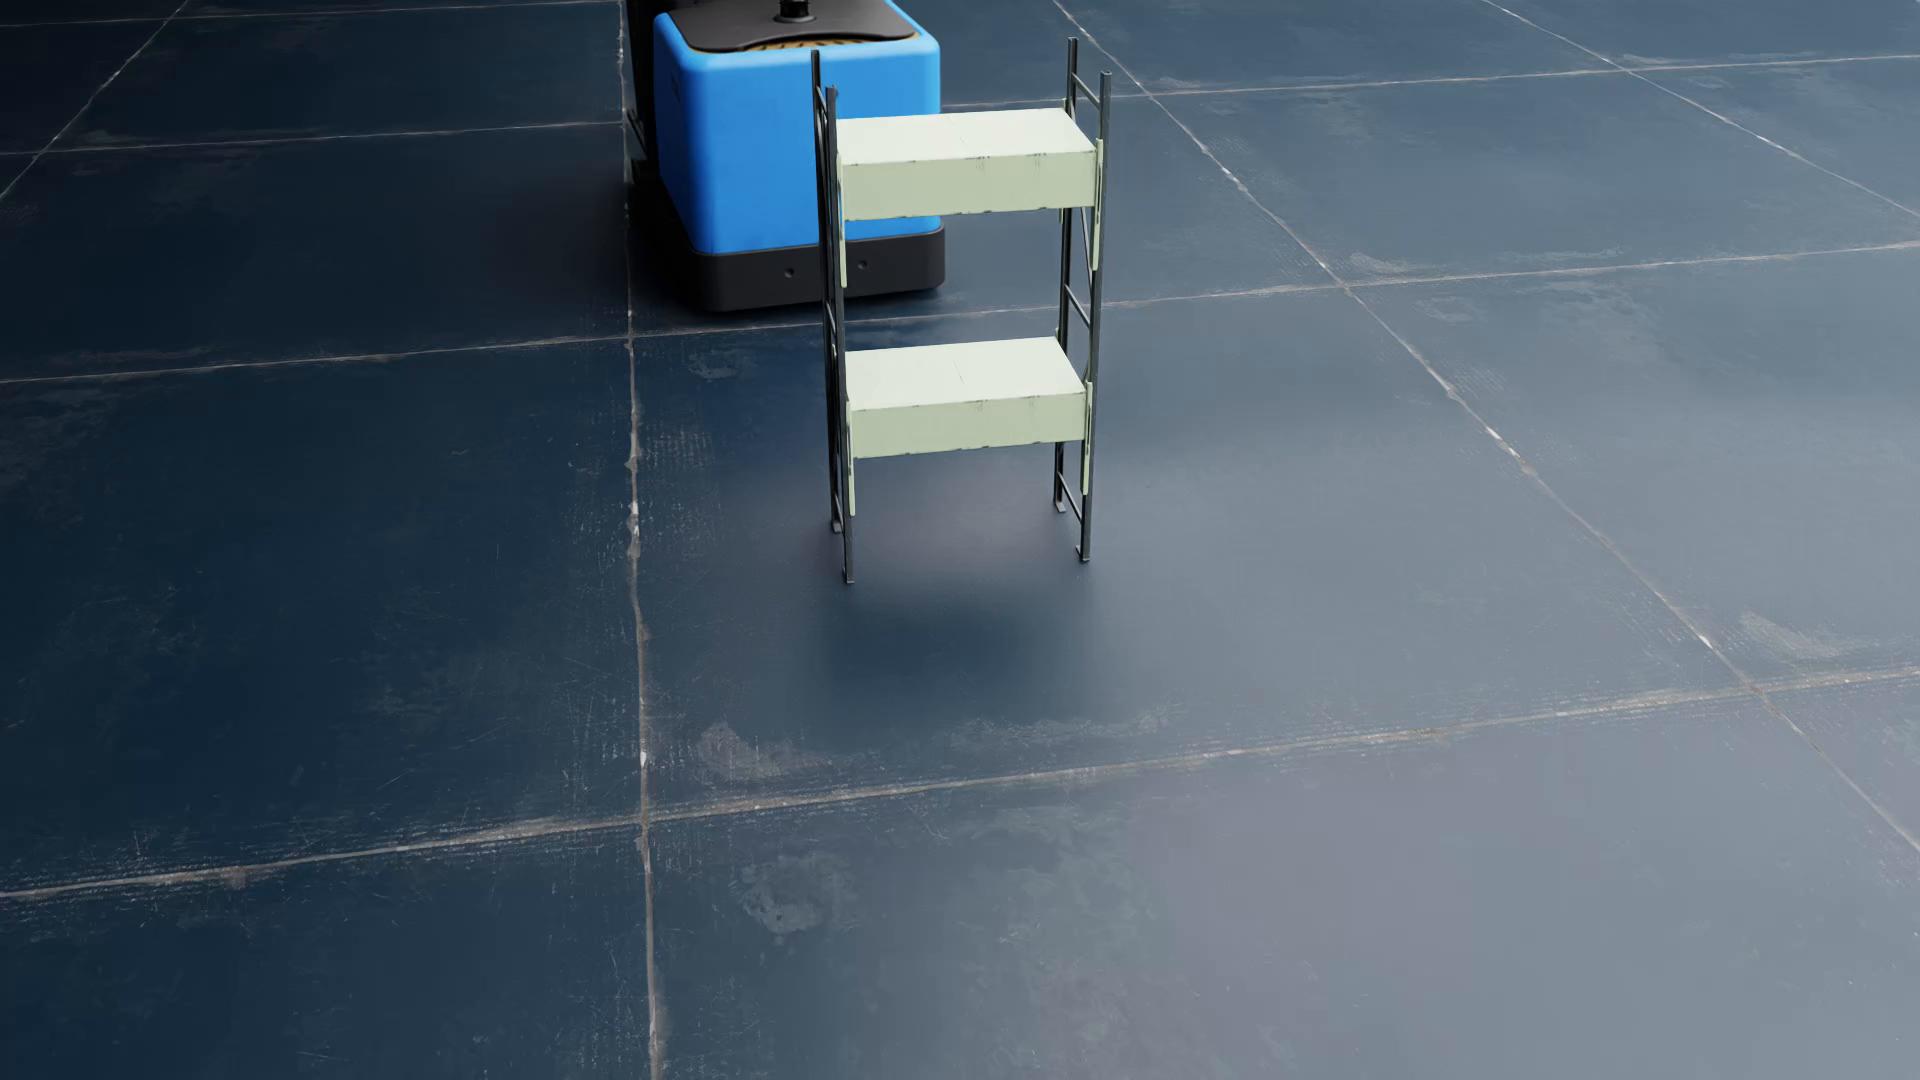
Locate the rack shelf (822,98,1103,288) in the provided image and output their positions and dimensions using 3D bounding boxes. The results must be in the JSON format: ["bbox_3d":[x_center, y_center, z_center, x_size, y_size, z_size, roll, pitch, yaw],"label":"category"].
[{"bbox_3d":[-0.007,-0.982,4.671,0.720,0.370,0.431,-5,31,-9],"label":"rack shelf"}]

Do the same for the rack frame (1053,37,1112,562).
[{"bbox_3d":[0.353,-0.679,4.926,0.023,1.500,0.400,-5,31,-9],"label":"rack frame"}]

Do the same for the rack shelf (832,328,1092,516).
[{"bbox_3d":[-0.007,-0.365,5.034,0.720,0.370,0.431,-5,31,-9],"label":"rack shelf"}]

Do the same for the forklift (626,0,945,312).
[{"bbox_3d":[-0.973,-2.913,7.313,1.130,2.935,3.031,-9,32,-14],"label":"forklift"}]

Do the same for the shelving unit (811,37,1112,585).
[{"bbox_3d":[-0.007,-0.646,4.869,0.755,1.500,0.431,-5,31,-9],"label":"shelving unit"}]

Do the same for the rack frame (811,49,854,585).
[{"bbox_3d":[-0.367,-0.612,4.812,0.023,1.500,0.400,-5,31,-9],"label":"rack frame"}]
